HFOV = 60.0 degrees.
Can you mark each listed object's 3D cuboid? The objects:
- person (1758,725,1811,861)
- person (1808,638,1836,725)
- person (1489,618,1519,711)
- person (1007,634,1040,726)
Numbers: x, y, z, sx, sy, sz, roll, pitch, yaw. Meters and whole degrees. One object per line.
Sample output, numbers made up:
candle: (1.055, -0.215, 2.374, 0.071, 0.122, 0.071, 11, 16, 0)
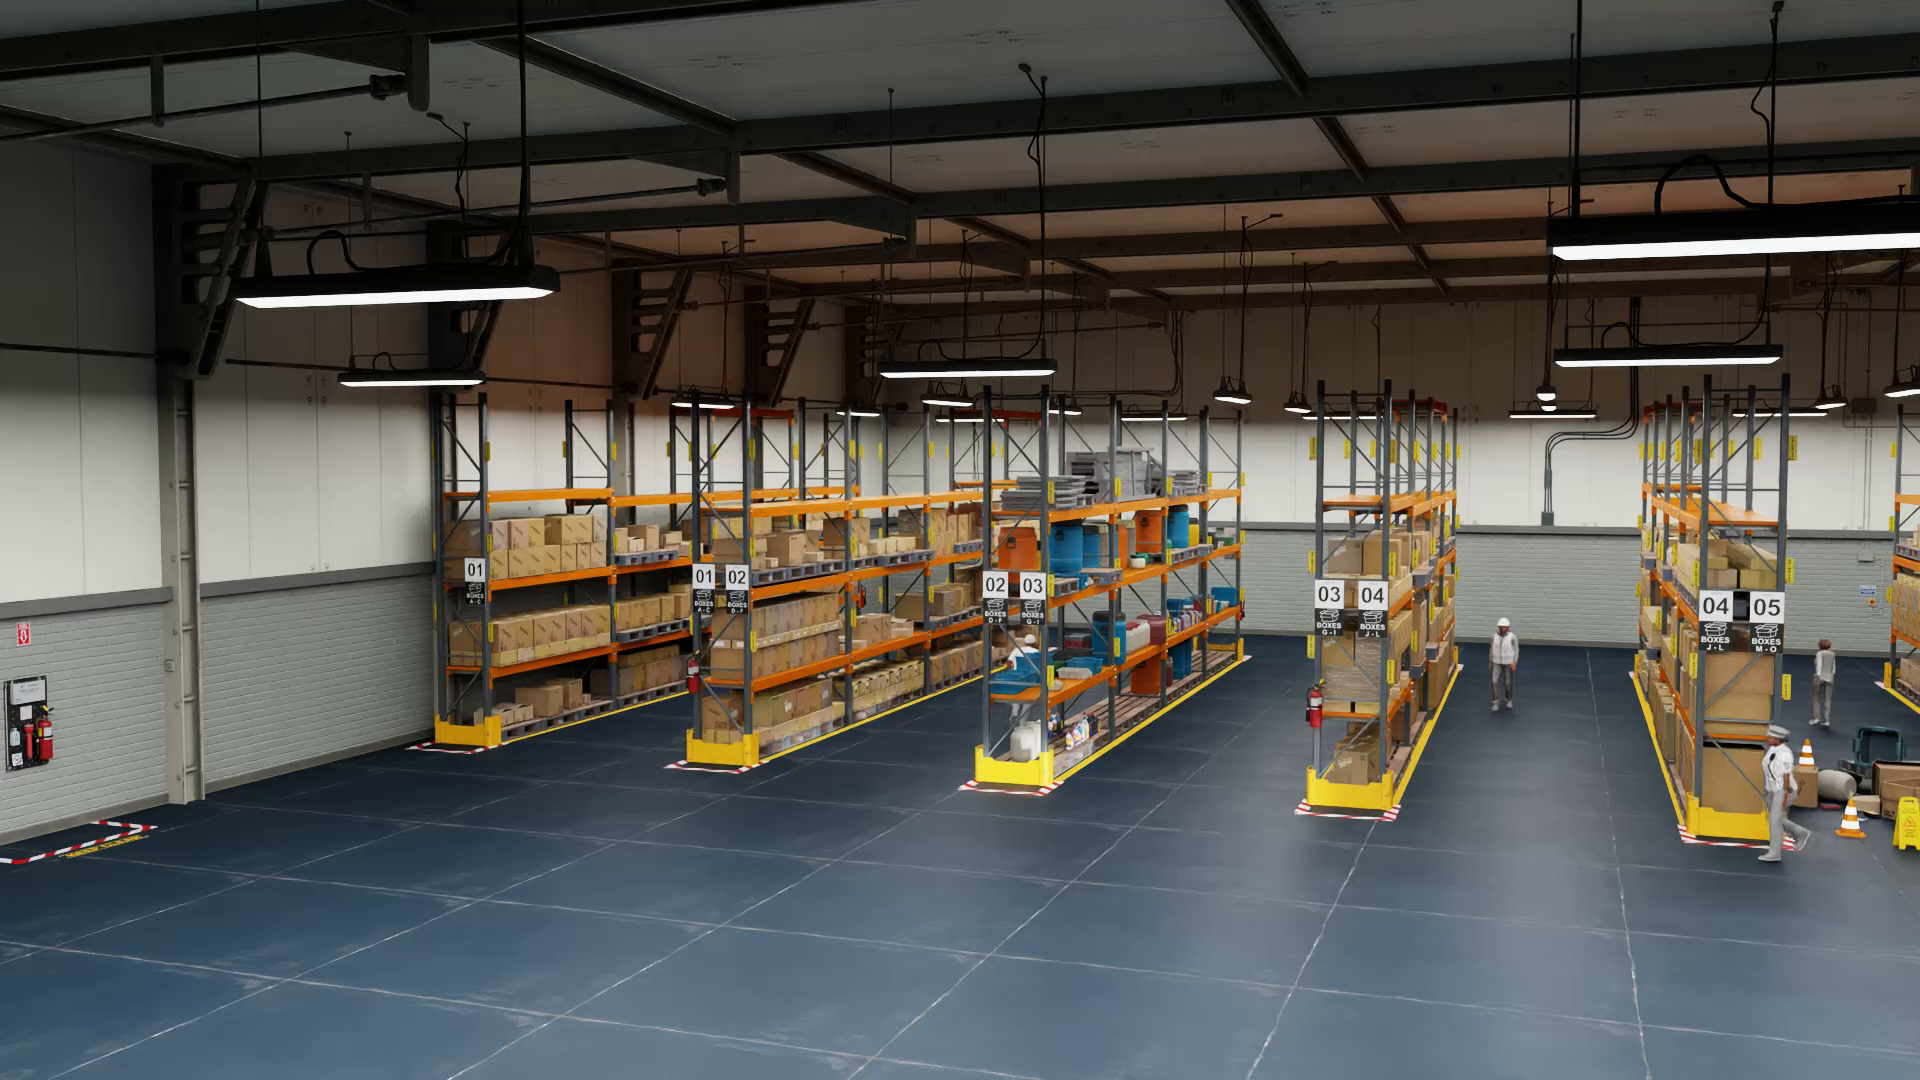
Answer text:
person: (10.109, 3.081, 20.349, 0.758, 1.648, 0.449, 0, 3, -6)
person: (15.798, 2.611, 30.373, 0.405, 1.626, 0.621, 1, 3, 14)
person: (10.549, 2.408, 32.284, 0.591, 1.799, 0.632, 2, 4, 36)
person: (1.199, 2.562, 30.398, 0.689, 1.658, 0.771, 1, 3, 22)
